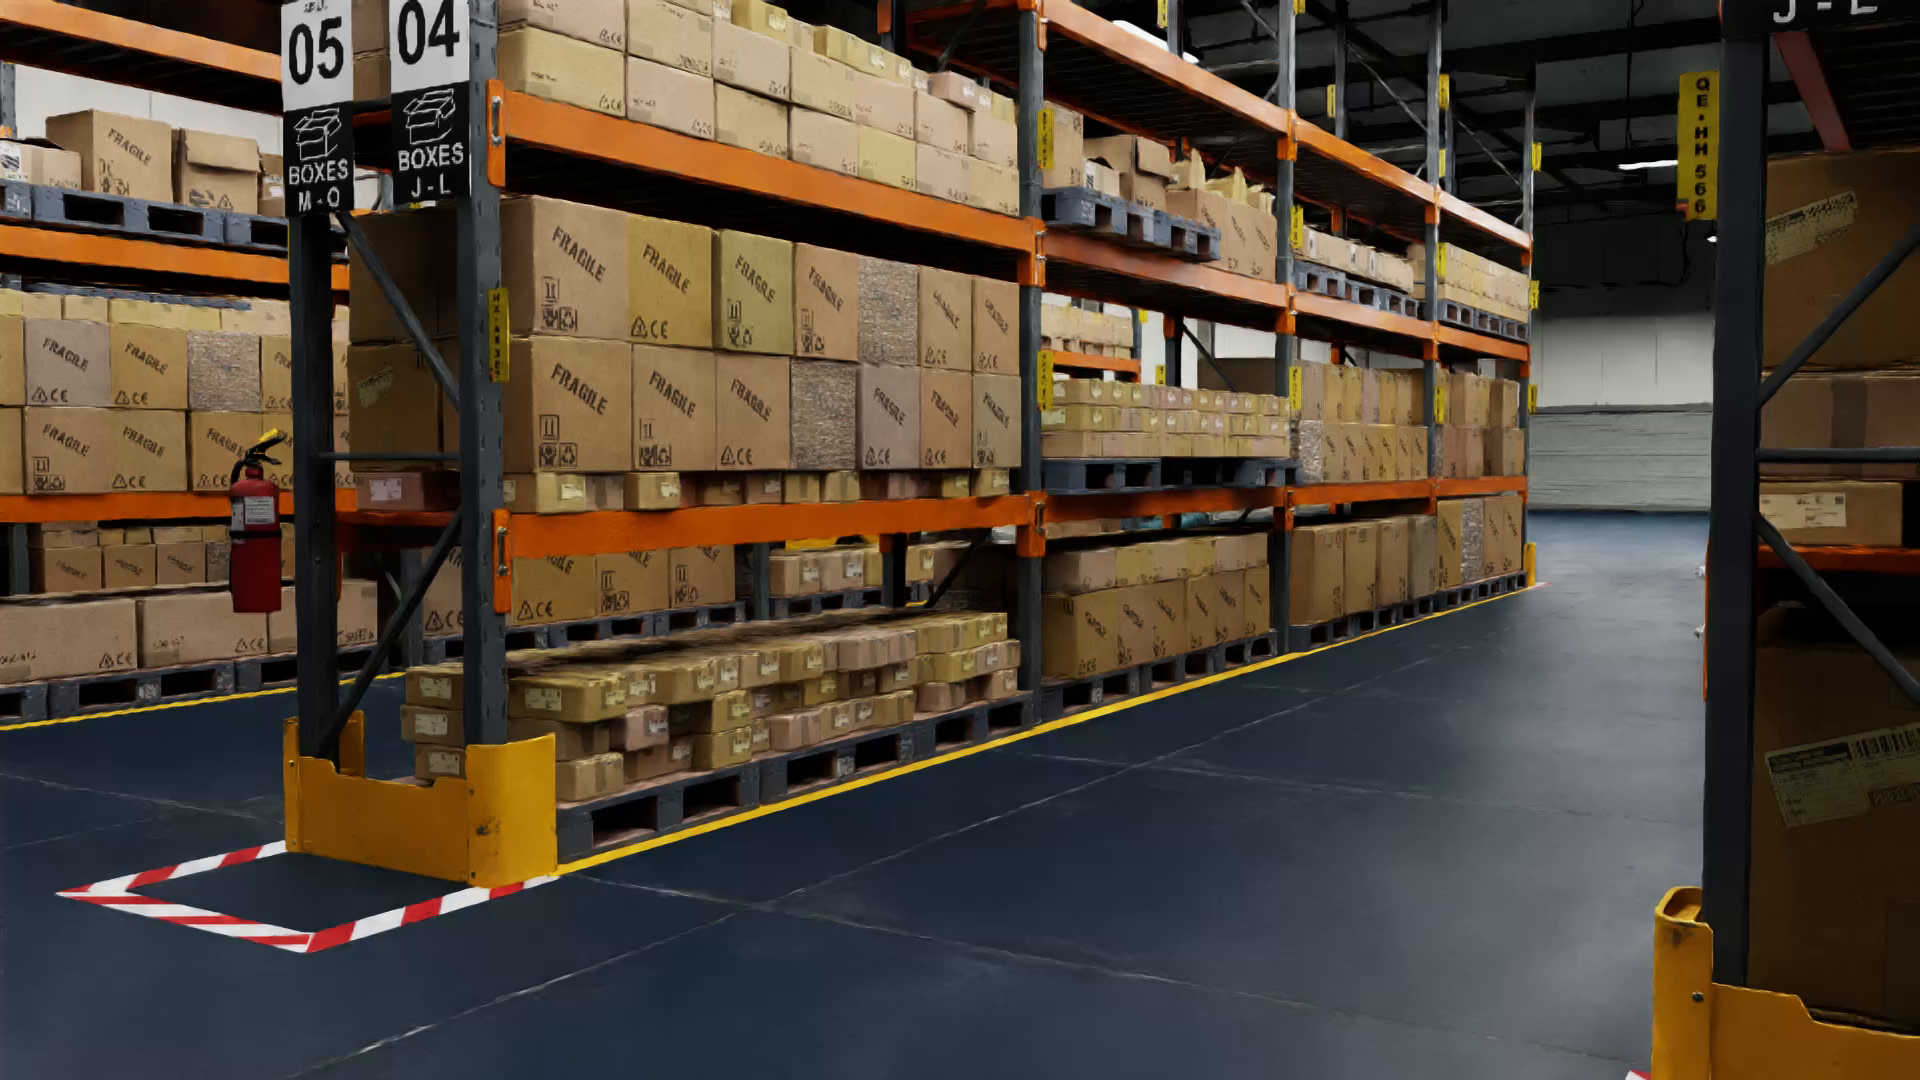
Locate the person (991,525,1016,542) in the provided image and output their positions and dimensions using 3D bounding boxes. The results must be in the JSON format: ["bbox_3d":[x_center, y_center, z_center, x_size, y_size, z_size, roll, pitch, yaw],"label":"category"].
[{"bbox_3d":[0.490,-0.059,14.394,0.577,1.779,0.667,-1,3,-26],"label":"person"}]
